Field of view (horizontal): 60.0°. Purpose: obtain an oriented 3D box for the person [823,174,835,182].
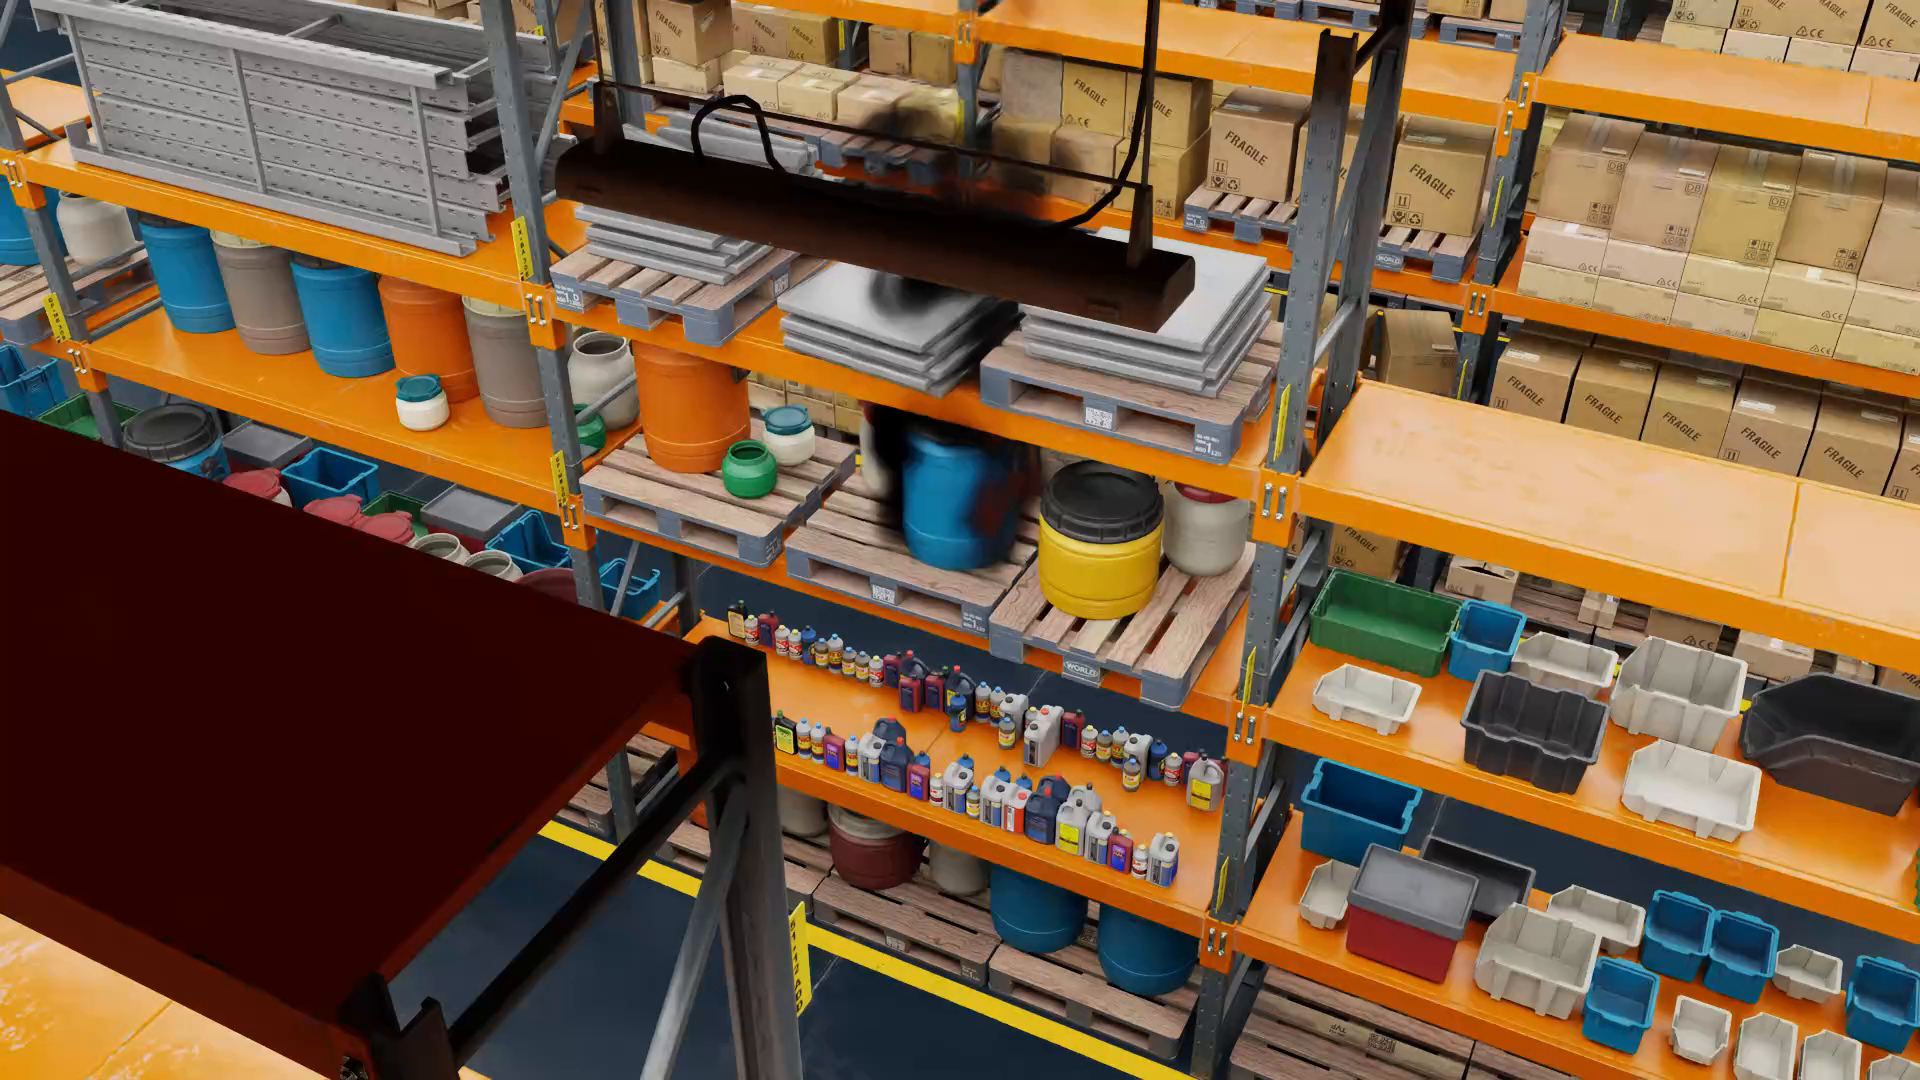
[{"bbox_3d":[-1.461,-3.161,16.888,0.652,1.739,0.704,13,37,18],"label":"person"}]
